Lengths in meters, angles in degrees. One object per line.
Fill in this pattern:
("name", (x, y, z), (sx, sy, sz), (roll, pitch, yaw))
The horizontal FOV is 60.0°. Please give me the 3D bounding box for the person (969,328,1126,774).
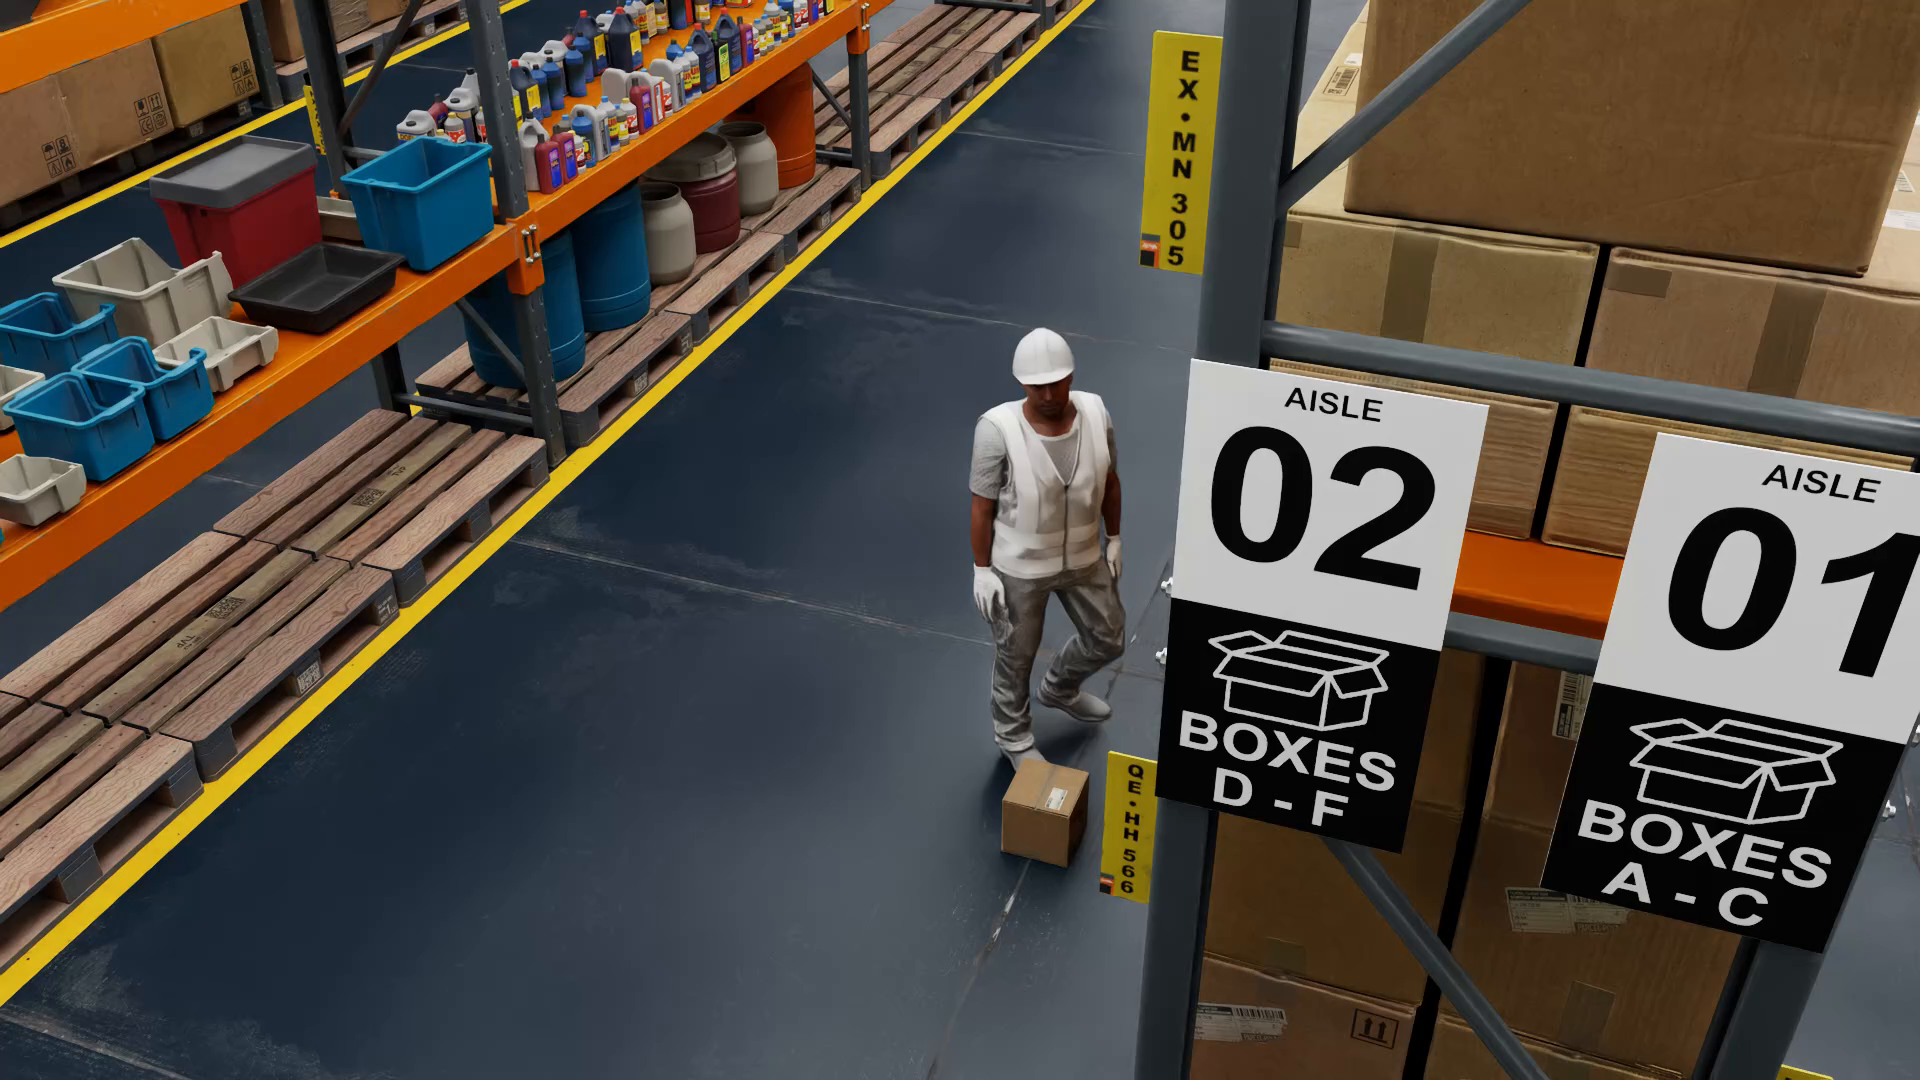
("person", (0.328, 0.067, 5.985), (0.623, 1.787, 0.429), (-14, 36, -21))
